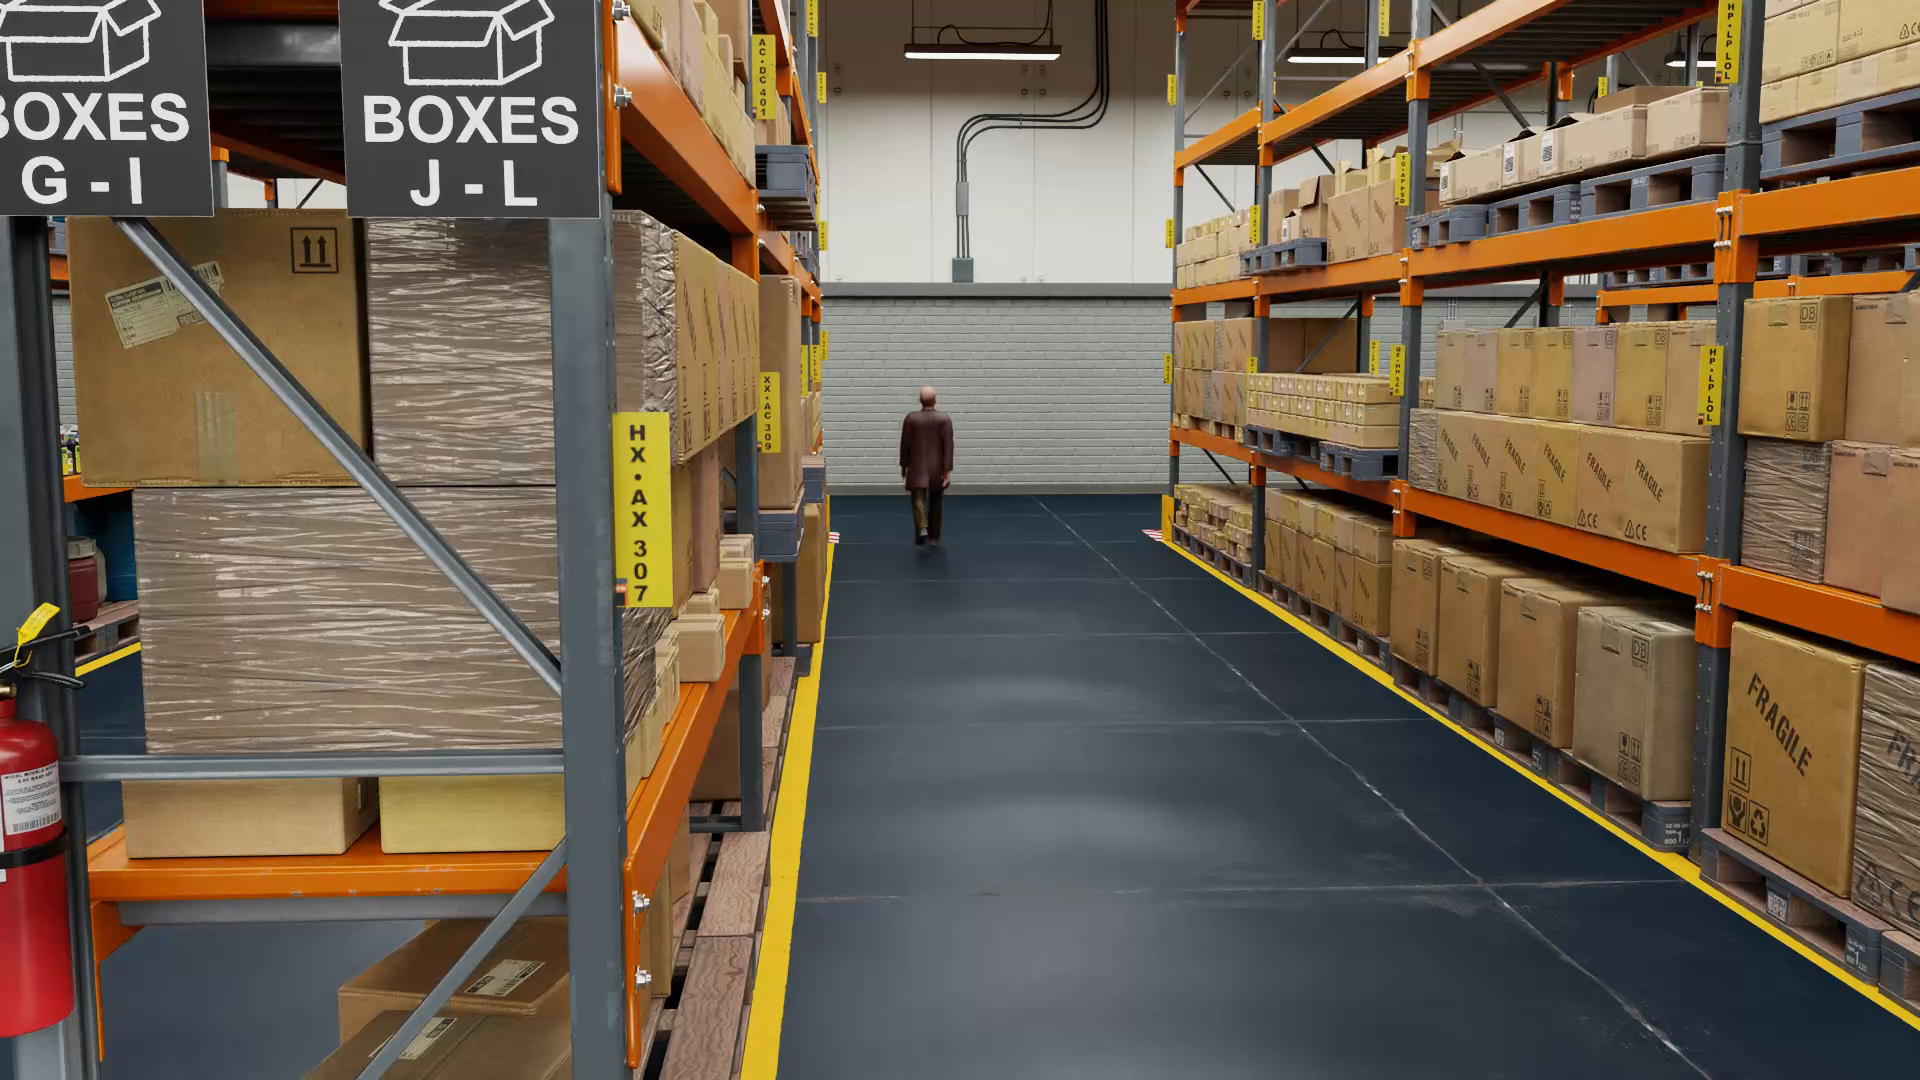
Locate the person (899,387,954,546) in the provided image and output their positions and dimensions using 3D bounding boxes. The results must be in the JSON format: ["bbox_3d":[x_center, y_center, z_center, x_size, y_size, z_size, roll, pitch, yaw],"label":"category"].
[{"bbox_3d":[-0.360,-0.778,17.889,0.573,1.738,1.065,-1,7,-6],"label":"person"}]
